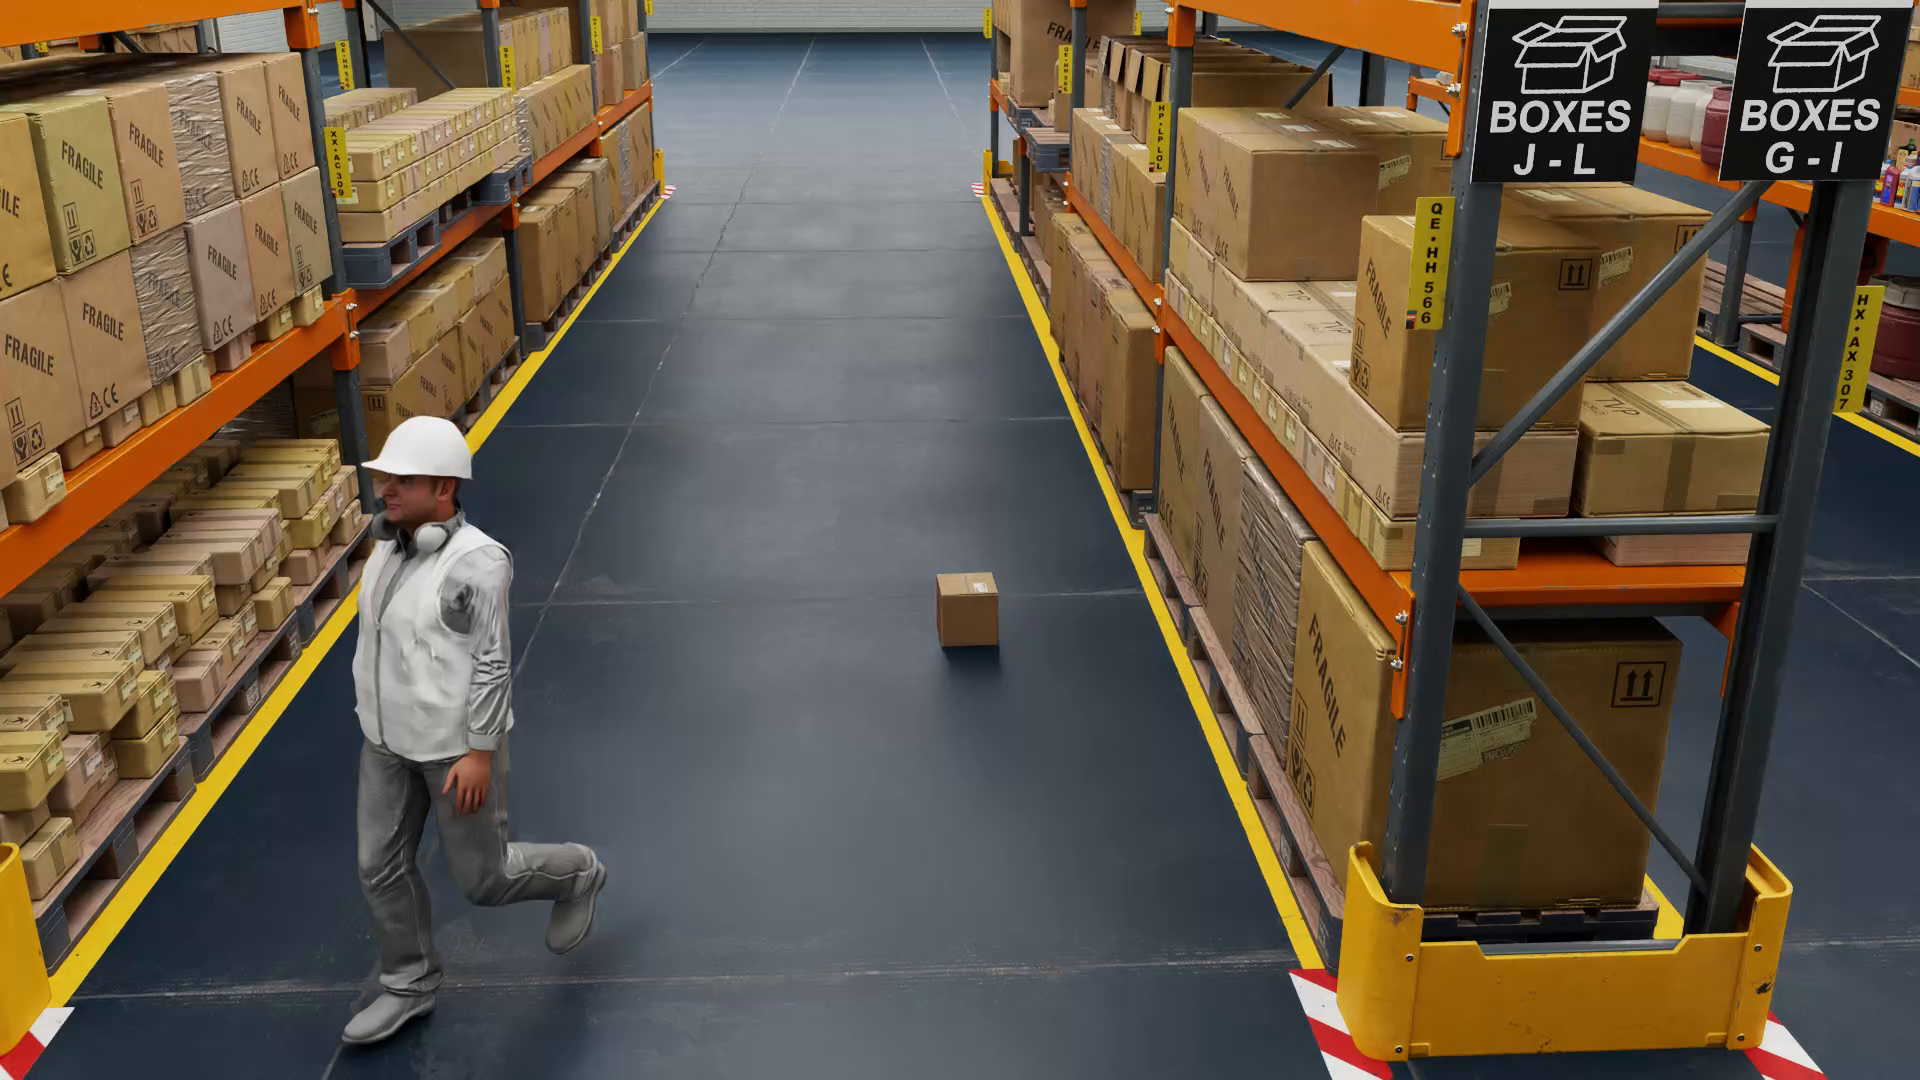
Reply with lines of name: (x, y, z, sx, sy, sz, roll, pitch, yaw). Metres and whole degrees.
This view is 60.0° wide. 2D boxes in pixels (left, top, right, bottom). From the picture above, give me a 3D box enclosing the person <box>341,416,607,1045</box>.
person: (-1.418, 0.513, 4.632, 0.534, 1.746, 0.830, 13, 24, 31)
